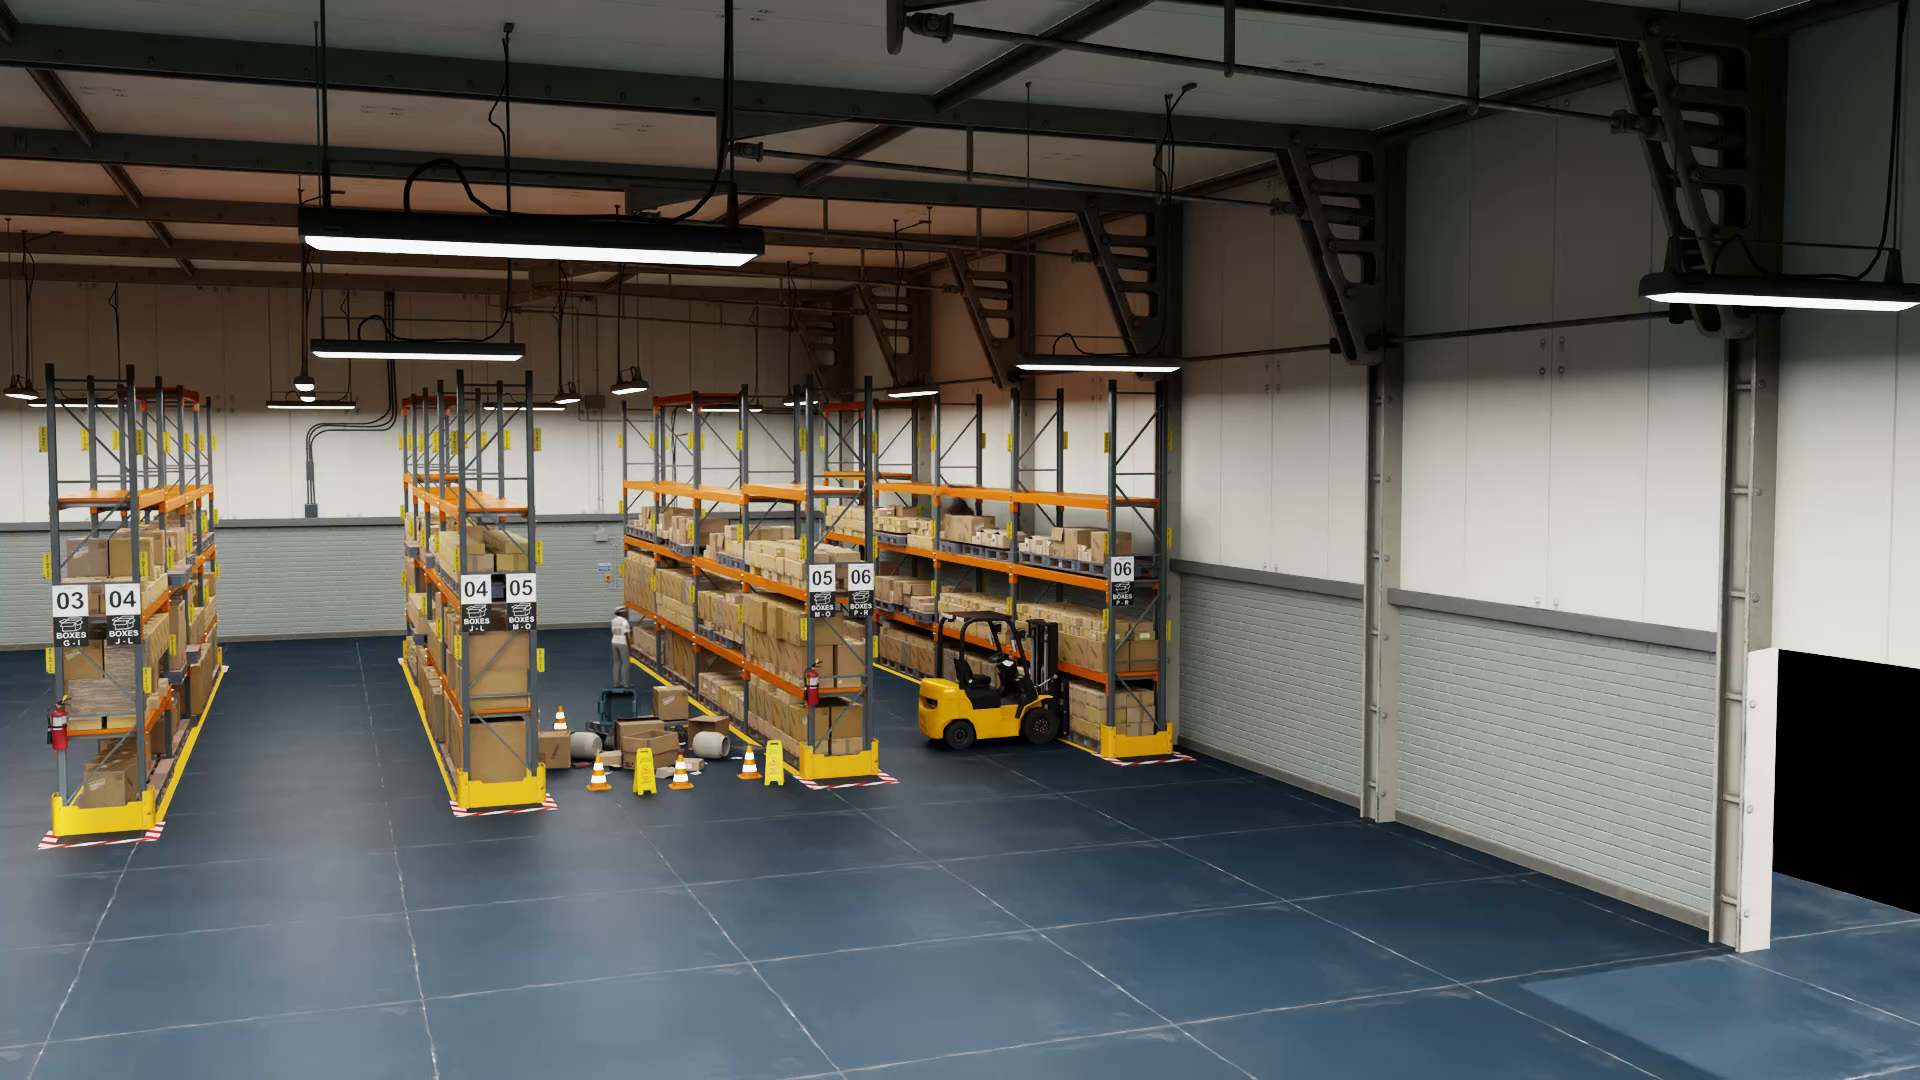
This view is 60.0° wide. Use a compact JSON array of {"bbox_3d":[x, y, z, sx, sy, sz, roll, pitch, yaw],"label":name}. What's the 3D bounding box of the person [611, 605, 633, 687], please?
[{"bbox_3d":[-6.903,2.167,33.997,0.505,1.682,0.384,2,4,35],"label":"person"}]
